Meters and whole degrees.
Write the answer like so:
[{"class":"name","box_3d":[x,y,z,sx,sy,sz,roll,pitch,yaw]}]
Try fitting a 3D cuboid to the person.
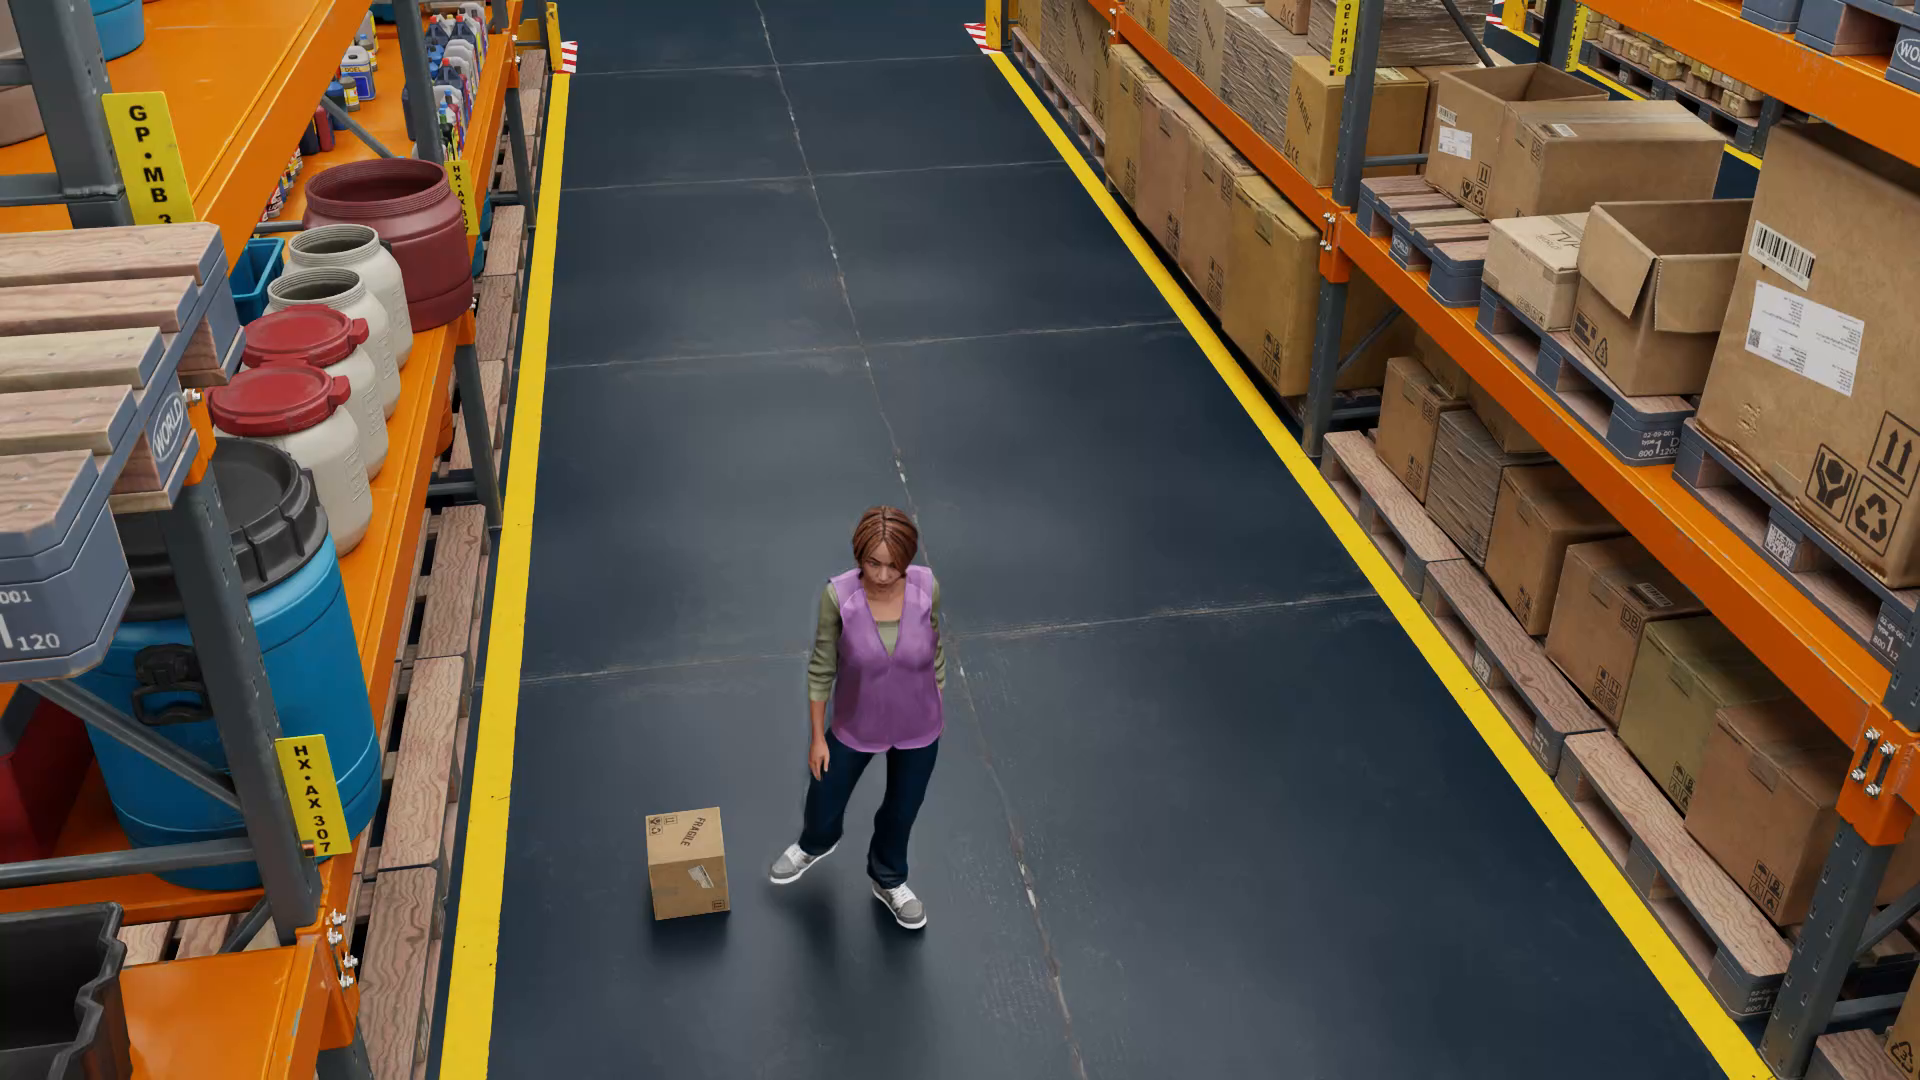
[{"class":"person","box_3d":[-0.333,0.558,5.205,0.584,1.588,0.471,-6,32,-9]}]
